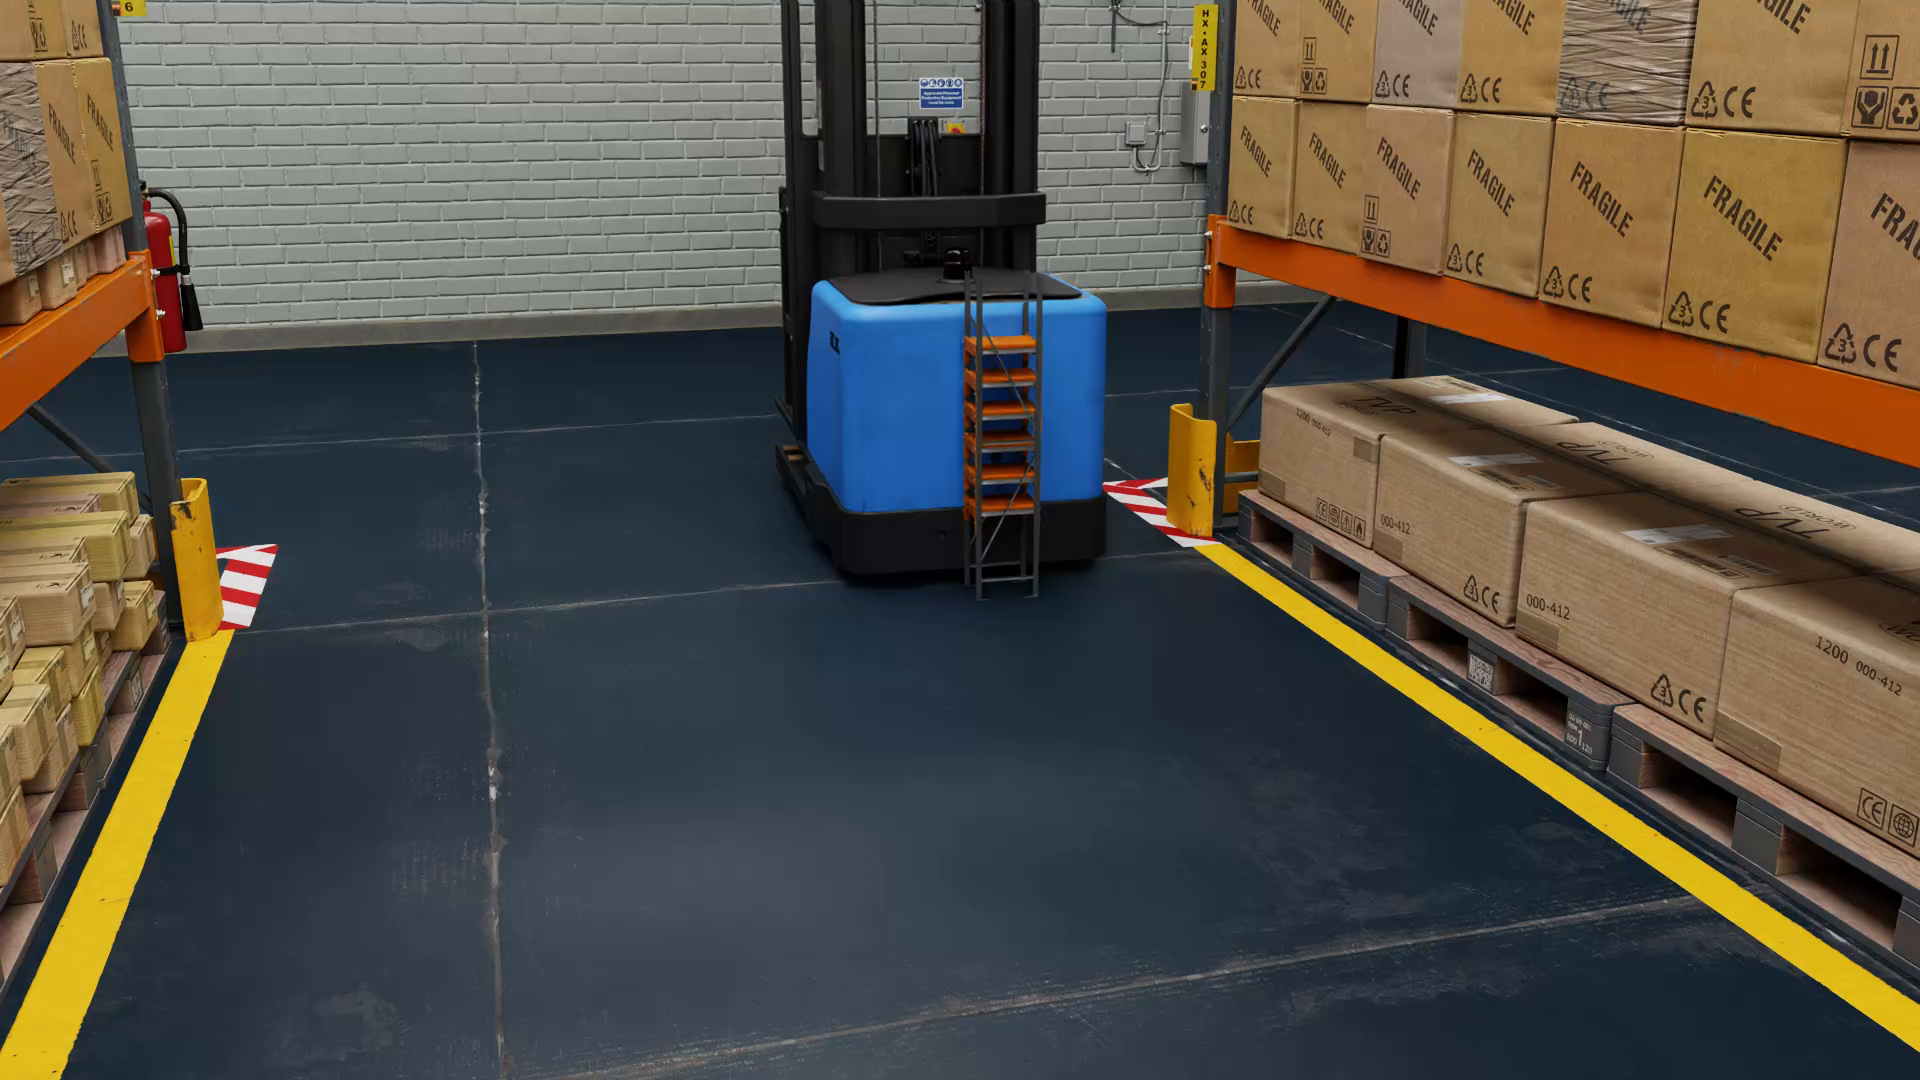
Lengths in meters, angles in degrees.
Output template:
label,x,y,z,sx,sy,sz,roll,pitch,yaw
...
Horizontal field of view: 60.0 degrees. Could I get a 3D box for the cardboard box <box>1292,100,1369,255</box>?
label,x,y,z,sx,sy,sz,roll,pitch,yaw
cardboard box,1.521,-1.285,5.842,0.500,0.500,0.500,-5,17,-16

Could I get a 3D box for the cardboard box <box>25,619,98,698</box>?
label,x,y,z,sx,sy,sz,roll,pitch,yaw
cardboard box,-2.513,0.320,4.381,0.380,0.149,0.250,-4,17,-14

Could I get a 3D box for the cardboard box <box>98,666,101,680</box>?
label,x,y,z,sx,sy,sz,roll,pitch,yaw
cardboard box,-2.649,0.393,4.656,0.380,0.149,0.250,-5,17,-15

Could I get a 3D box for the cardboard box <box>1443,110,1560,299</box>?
label,x,y,z,sx,sy,sz,roll,pitch,yaw
cardboard box,1.797,-1.005,4.912,0.500,0.500,0.500,-4,17,-13

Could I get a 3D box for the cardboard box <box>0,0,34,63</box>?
label,x,y,z,sx,sy,sz,roll,pitch,yaw
cardboard box,-2.576,-1.390,3.936,0.500,0.500,0.500,-4,17,-12

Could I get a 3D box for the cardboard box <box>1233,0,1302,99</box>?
label,x,y,z,sx,sy,sz,roll,pitch,yaw
cardboard box,1.358,-1.902,6.157,0.500,0.500,0.500,-5,17,-16

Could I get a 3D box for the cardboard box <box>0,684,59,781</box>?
label,x,y,z,sx,sy,sz,roll,pitch,yaw
cardboard box,-2.358,0.467,3.893,0.380,0.149,0.250,-5,17,-15

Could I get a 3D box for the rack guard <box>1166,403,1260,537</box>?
label,x,y,z,sx,sy,sz,roll,pitch,yaw
rack guard,1.493,-0.340,7.214,1.175,0.500,0.348,-5,17,-15

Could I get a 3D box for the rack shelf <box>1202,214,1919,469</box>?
label,x,y,z,sx,sy,sz,roll,pitch,yaw
rack shelf,2.049,-0.632,5.094,1.077,0.370,4.000,-5,17,-15

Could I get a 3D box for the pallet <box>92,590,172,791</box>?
label,x,y,z,sx,sy,sz,roll,pitch,yaw
pallet,-3.022,0.473,5.010,1.003,0.211,1.213,-5,17,-15

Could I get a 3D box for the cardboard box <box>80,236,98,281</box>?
label,x,y,z,sx,sy,sz,roll,pitch,yaw
cardboard box,-2.838,-0.851,5.008,0.380,0.149,0.250,-5,17,-15

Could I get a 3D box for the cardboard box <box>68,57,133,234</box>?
label,x,y,z,sx,sy,sz,roll,pitch,yaw
cardboard box,-2.861,-1.197,5.033,0.500,0.500,0.500,-4,17,-14

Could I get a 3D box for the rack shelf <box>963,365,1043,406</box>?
label,x,y,z,sx,sy,sz,roll,pitch,yaw
rack shelf,0.156,-0.565,6.068,0.258,0.103,0.180,-4,17,-12

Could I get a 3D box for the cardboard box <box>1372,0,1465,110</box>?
label,x,y,z,sx,sy,sz,roll,pitch,yaw
cardboard box,1.655,-1.617,5.211,0.500,0.500,0.500,-5,17,-16

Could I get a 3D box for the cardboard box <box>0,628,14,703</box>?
label,x,y,z,sx,sy,sz,roll,pitch,yaw
cardboard box,-2.433,0.329,3.834,0.380,0.149,0.250,-5,17,-15

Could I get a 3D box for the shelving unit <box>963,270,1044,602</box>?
label,x,y,z,sx,sy,sz,roll,pitch,yaw
shelving unit,0.156,-0.378,6.124,0.258,1.200,0.189,-4,17,-12

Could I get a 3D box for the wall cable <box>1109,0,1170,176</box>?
label,x,y,z,sx,sy,sz,roll,pitch,yaw
wall cable,1.288,-3.690,12.256,0.588,1.984,0.122,-5,17,-15

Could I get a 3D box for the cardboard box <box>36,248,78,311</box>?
label,x,y,z,sx,sy,sz,roll,pitch,yaw
cardboard box,-2.662,-0.714,4.552,0.380,0.149,0.250,-4,17,-14

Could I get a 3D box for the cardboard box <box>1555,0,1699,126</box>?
label,x,y,z,sx,sy,sz,roll,pitch,yaw
cardboard box,1.923,-1.340,4.288,0.500,0.500,0.500,-4,17,-15

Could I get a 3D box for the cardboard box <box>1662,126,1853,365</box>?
label,x,y,z,sx,sy,sz,roll,pitch,yaw
cardboard box,2.079,-0.722,3.966,0.500,0.500,0.500,-5,17,-17

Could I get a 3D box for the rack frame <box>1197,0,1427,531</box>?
label,x,y,z,sx,sy,sz,roll,pitch,yaw
rack frame,1.500,-1.530,6.832,1.000,3.000,0.127,-5,17,-15

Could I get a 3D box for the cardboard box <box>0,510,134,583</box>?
label,x,y,z,sx,sy,sz,roll,pitch,yaw
cardboard box,-2.636,0.031,4.828,0.380,0.149,0.250,-5,17,-16

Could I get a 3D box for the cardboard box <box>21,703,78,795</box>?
label,x,y,z,sx,sy,sz,roll,pitch,yaw
cardboard box,-2.462,0.536,4.181,0.380,0.149,0.250,-4,17,-14

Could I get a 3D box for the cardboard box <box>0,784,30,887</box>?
label,x,y,z,sx,sy,sz,roll,pitch,yaw
cardboard box,-2.320,0.678,3.706,0.380,0.149,0.250,-5,17,-17

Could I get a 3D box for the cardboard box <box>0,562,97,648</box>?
label,x,y,z,sx,sy,sz,roll,pitch,yaw
cardboard box,-2.498,0.177,4.340,0.380,0.149,0.250,-4,17,-13

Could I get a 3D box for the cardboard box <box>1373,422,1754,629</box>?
label,x,y,z,sx,sy,sz,roll,pitch,yaw
cardboard box,2.037,-0.077,5.718,0.875,0.438,0.875,-4,17,-14

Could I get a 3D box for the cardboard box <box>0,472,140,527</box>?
label,x,y,z,sx,sy,sz,roll,pitch,yaw
cardboard box,-2.843,-0.105,5.279,0.380,0.149,0.250,-4,17,-15

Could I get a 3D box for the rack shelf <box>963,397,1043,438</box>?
label,x,y,z,sx,sy,sz,roll,pitch,yaw
rack shelf,0.156,-0.450,6.103,0.258,0.103,0.180,-4,17,-12

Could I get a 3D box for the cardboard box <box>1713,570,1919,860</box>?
label,x,y,z,sx,sy,sz,roll,pitch,yaw
cardboard box,2.530,0.420,4.063,0.875,0.438,0.875,-5,17,-16

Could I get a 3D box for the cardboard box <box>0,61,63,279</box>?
label,x,y,z,sx,sy,sz,roll,pitch,yaw
cardboard box,-2.576,-0.915,4.093,0.500,0.500,0.500,-5,17,-15

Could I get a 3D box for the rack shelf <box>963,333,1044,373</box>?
label,x,y,z,sx,sy,sz,roll,pitch,yaw
rack shelf,0.156,-0.680,6.034,0.258,0.103,0.180,-4,17,-12

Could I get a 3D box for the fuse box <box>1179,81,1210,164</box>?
label,x,y,z,sx,sy,sz,roll,pitch,yaw
fuse box,1.987,-2.597,12.622,0.539,1.711,0.414,-5,17,-15

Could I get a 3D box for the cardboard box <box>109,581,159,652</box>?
label,x,y,z,sx,sy,sz,roll,pitch,yaw
cardboard box,-2.719,0.246,5.146,0.380,0.149,0.250,-4,17,-14

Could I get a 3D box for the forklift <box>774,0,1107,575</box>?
label,x,y,z,sx,sy,sz,roll,pitch,yaw
forklift,-0.260,-1.656,7.371,1.130,2.935,3.031,-4,17,-12

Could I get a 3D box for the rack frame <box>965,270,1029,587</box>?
label,x,y,z,sx,sy,sz,roll,pitch,yaw
rack frame,0.135,-0.404,6.210,0.240,1.200,0.006,-4,17,-12

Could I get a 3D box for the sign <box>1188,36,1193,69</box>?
label,x,y,z,sx,sy,sz,roll,pitch,yaw
sign,1.877,-3.662,12.494,0.339,0.242,0.001,-5,17,-15

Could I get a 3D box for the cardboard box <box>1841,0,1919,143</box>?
label,x,y,z,sx,sy,sz,roll,pitch,yaw
cardboard box,2.204,-1.059,3.352,0.500,0.500,0.500,-5,17,-16

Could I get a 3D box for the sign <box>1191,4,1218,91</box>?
label,x,y,z,sx,sy,sz,roll,pitch,yaw
sign,0.964,-1.940,6.556,0.100,0.325,0.005,-5,17,-15

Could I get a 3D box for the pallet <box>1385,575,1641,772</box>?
label,x,y,z,sx,sy,sz,roll,pitch,yaw
pallet,2.126,0.357,5.396,1.003,0.211,1.213,-5,17,-15

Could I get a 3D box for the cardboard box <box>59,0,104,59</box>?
label,x,y,z,sx,sy,sz,roll,pitch,yaw
cardboard box,-2.867,-1.673,4.879,0.500,0.500,0.500,-5,17,-16
